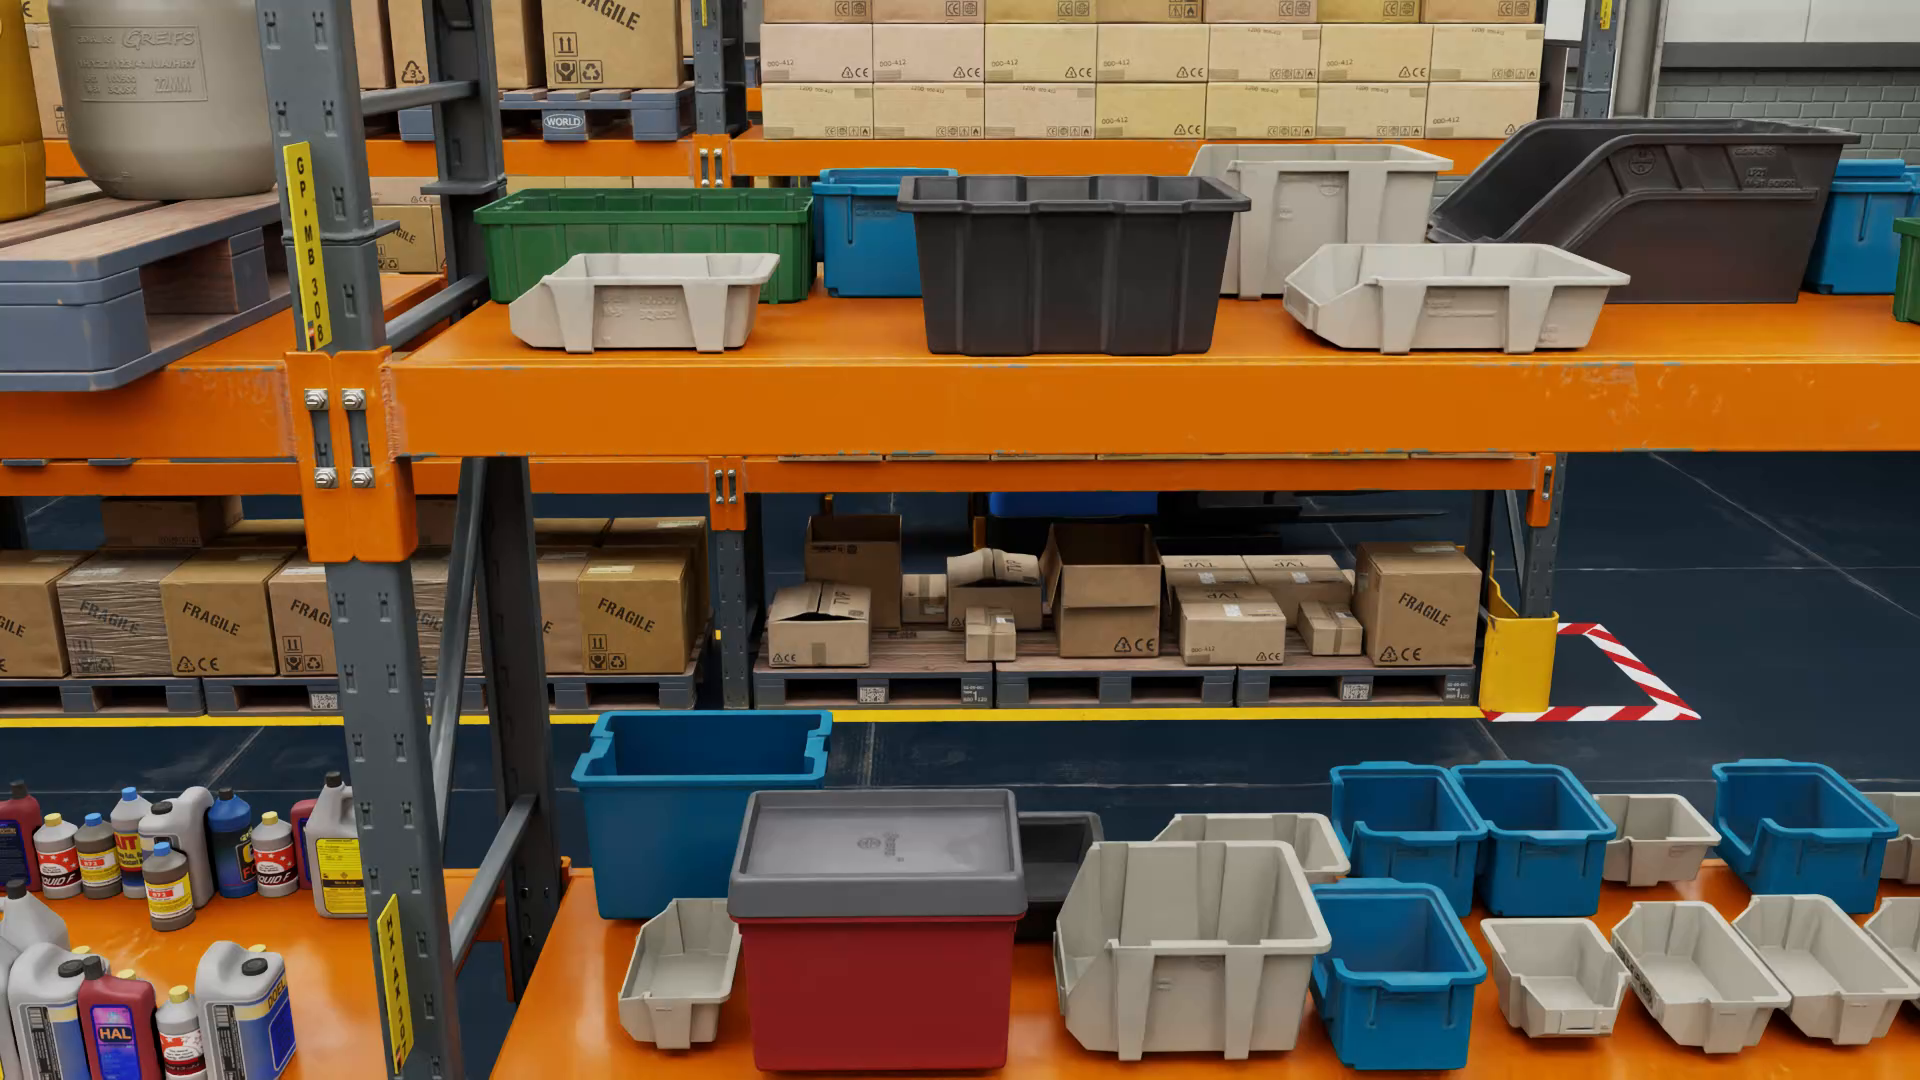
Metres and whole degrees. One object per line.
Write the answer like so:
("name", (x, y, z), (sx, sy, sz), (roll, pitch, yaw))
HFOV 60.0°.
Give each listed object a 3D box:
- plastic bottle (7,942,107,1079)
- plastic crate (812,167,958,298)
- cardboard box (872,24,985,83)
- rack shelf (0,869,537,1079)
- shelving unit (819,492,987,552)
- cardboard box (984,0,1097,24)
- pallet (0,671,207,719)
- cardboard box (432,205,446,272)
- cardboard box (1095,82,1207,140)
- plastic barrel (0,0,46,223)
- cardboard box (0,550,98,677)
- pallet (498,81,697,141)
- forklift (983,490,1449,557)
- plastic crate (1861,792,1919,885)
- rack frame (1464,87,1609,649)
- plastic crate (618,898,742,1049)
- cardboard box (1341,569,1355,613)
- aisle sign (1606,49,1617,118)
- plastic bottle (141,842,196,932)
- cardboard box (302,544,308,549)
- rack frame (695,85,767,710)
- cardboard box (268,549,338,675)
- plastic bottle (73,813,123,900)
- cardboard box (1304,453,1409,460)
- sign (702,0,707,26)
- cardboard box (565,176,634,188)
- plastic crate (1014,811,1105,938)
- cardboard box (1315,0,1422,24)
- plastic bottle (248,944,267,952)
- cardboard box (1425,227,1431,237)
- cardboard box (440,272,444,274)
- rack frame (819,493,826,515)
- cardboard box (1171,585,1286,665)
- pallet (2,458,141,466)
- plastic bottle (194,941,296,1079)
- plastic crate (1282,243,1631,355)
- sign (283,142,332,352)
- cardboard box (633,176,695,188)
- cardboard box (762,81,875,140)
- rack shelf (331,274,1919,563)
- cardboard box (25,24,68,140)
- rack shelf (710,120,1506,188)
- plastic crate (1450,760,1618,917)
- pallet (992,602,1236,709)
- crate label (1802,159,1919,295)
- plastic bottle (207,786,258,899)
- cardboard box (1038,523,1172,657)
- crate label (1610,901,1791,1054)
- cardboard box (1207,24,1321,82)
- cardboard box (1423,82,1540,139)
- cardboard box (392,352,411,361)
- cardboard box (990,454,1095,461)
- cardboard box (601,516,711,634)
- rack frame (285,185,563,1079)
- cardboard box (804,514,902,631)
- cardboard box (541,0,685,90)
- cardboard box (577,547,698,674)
("plastic bottle", (-1.813, 0.953, 3.368), (0.135, 0.276, 0.152), (0, 18, -1))
("plastic crate", (-0.154, -0.658, 3.553), (0.300, 0.233, 0.416), (0, 18, -1))
("cardboard box", (-0.143, -2.245, 7.652), (0.500, 0.250, 0.500), (0, 18, -1))
("rack shelf", (-3.059, 1.144, 3.748), (4.000, 0.370, 1.077), (0, 18, -1))
("shelving unit", (-0.385, -0.702, 10.779), (1.083, 1.500, 0.587), (-1, 18, -4))
("cardboard box", (0.354, -2.650, 7.687), (0.500, 0.500, 0.700), (0, 18, -1))
("pallet", (-4.386, 0.634, 8.725), (1.213, 0.211, 1.003), (0, 18, -1))
("cardboard box", (-3.705, -2.339, 12.745), (0.500, 0.500, 0.500), (0, 18, -1))
("cardboard box", (0.857, -2.011, 7.741), (0.500, 0.250, 0.500), (0, 18, -1))
("plastic barrel", (-1.968, -0.859, 2.910), (0.600, 0.588, 0.600), (0, 18, 0))
("cardboard box", (-4.673, 0.364, 8.373), (0.500, 0.500, 0.500), (0, 18, 1))
("pallet", (-1.786, -2.078, 8.012), (1.003, 0.211, 1.213), (0, 18, -1))
("forklift", (1.667, -1.430, 10.707), (3.031, 2.935, 1.130), (-1, 18, -4))
("plastic crate", (2.367, 0.747, 4.143), (0.298, 0.136, 0.250), (0, 18, -1))
("rack frame", (2.866, -0.740, 8.444), (0.127, 3.000, 1.000), (0, 18, -1))
("plastic crate", (-0.591, 0.930, 3.570), (0.243, 0.136, 0.396), (0, 18, -1))
("cardboard box", (2.192, 0.298, 9.127), (0.250, 0.166, 0.380), (0, 18, -1))
("aisle sign", (2.939, -1.885, 7.756), (0.004, 0.787, 0.394), (0, 18, -1))
("plastic bottle", (-1.873, 0.812, 3.930), (0.097, 0.201, 0.097), (0, 18, 0))
("cardboard box", (-3.159, 0.196, 8.897), (0.500, 0.500, 0.500), (-1, 18, -3))
("rack frame", (-1.133, -0.721, 8.384), (0.127, 3.000, 1.000), (0, 18, -1))
("cardboard box", (-3.126, 0.355, 8.402), (0.500, 0.500, 0.500), (-1, 18, -3))
("plastic bottle", (-2.107, 0.767, 4.071), (0.097, 0.201, 0.097), (0, 18, 0))
("cardboard box", (1.904, -0.699, 8.152), (0.500, 0.500, 0.500), (0, 18, 0))
("sign", (-1.121, -2.413, 7.258), (0.005, 0.325, 0.100), (0, 18, -1))
("cardboard box", (-2.700, -2.707, 12.665), (0.500, 0.250, 0.500), (0, 18, 0))
("plastic crate", (0.056, 0.807, 3.973), (0.590, 0.125, 0.437), (0, 18, -1))
("cardboard box", (1.852, -2.708, 7.868), (0.500, 0.500, 0.700), (0, 18, -1))
("plastic bottle", (-1.468, 0.949, 3.503), (0.097, 0.201, 0.097), (0, 18, 0))
("cardboard box", (2.418, -1.342, 8.520), (0.500, 0.500, 0.500), (0, 18, 1))
("cardboard box", (-3.854, -2.052, 12.912), (0.250, 0.149, 0.380), (0, 18, 0))
("rack frame", (-0.901, -0.691, 10.746), (0.032, 1.500, 0.500), (-1, 18, -4))
("cardboard box", (1.376, 0.433, 8.569), (0.500, 0.250, 0.500), (0, 18, -1))
("pallet", (-4.456, -0.635, 8.430), (1.003, 0.211, 1.213), (0, 18, -1))
("plastic bottle", (-1.448, 0.952, 3.373), (0.135, 0.276, 0.152), (0, 18, -1))
("plastic crate", (0.879, -0.444, 3.043), (0.530, 0.136, 0.437), (0, 18, -1))
("sign", (-1.052, -0.473, 2.685), (0.005, 0.325, 0.100), (0, 18, -1))
("cardboard box", (-2.190, -2.710, 12.673), (0.500, 0.250, 0.500), (0, 18, 0))
("cardboard box", (-0.643, -2.005, 7.720), (0.500, 0.250, 0.500), (0, 18, -1))
("rack shelf", (0.941, -0.303, 3.350), (4.000, 0.370, 1.077), (0, 18, -1))
("cardboard box", (-4.187, -2.192, 7.897), (0.500, 0.500, 0.910), (0, 18, -1))
("rack shelf", (0.866, -1.816, 8.066), (4.000, 0.370, 1.077), (0, 18, -1))
("plastic crate", (1.372, 0.731, 4.034), (0.300, 0.233, 0.416), (0, 18, -1))
("pallet", (0.776, 0.597, 8.841), (1.213, 0.211, 1.003), (0, 18, -1))
("crate label", (2.013, -0.679, 3.586), (0.502, 0.251, 0.408), (0, 18, -1))
("plastic bottle", (-1.778, 0.732, 4.066), (0.097, 0.271, 0.097), (0, 18, 0))
("cardboard box", (0.745, 0.248, 8.731), (0.637, 0.503, 0.797), (0, 18, -1))
("crate label", (1.560, 0.935, 3.556), (0.243, 0.136, 0.396), (0, 18, -1))
("cardboard box", (1.357, -2.251, 7.670), (0.500, 0.250, 0.500), (0, 18, -1))
("cardboard box", (2.357, -2.014, 7.750), (0.500, 0.250, 0.500), (0, 18, -1))
("cardboard box", (-2.899, -0.941, 8.219), (0.500, 0.500, 0.700), (-5, 18, -15))
("cardboard box", (0.393, -0.693, 8.133), (0.500, 0.500, 0.500), (0, 18, -1))
("cardboard box", (-1.621, 0.188, 8.923), (0.500, 0.500, 0.500), (-1, 18, -3))
("rack frame", (-1.059, 0.792, 3.668), (0.127, 3.000, 1.000), (0, 18, -1))
("cardboard box", (-0.568, 0.171, 8.977), (0.500, 0.500, 0.500), (0, 18, -1))
("cardboard box", (-1.638, -2.464, 7.894), (0.600, 0.600, 0.600), (-2, 18, -6))
("cardboard box", (-1.622, 0.350, 8.418), (0.500, 0.500, 0.500), (0, 18, -1))
